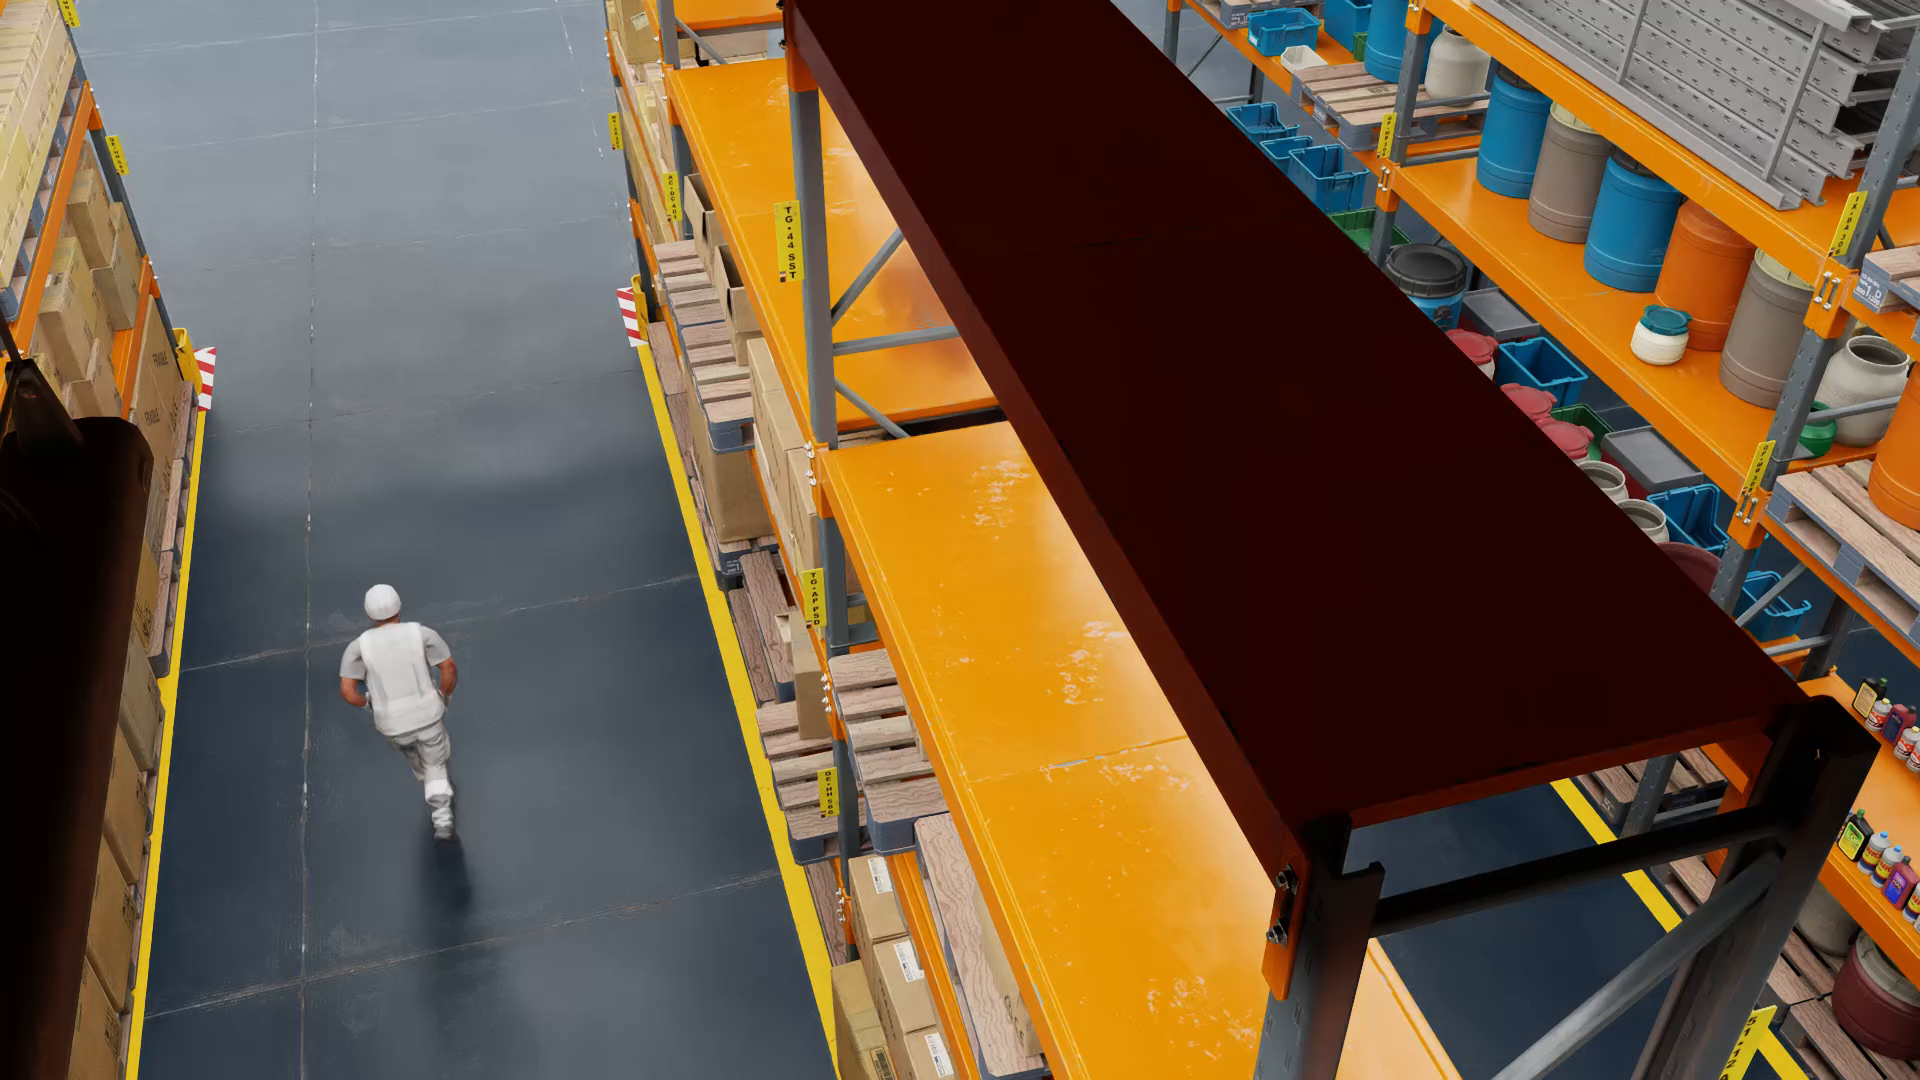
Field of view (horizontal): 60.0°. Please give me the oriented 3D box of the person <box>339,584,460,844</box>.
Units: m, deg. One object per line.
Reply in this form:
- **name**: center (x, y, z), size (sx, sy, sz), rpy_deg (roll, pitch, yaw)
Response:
- **person**: center (-3.295, 1.153, 10.026), size (0.668, 1.731, 0.988), rpy_deg (-16, 41, -19)
